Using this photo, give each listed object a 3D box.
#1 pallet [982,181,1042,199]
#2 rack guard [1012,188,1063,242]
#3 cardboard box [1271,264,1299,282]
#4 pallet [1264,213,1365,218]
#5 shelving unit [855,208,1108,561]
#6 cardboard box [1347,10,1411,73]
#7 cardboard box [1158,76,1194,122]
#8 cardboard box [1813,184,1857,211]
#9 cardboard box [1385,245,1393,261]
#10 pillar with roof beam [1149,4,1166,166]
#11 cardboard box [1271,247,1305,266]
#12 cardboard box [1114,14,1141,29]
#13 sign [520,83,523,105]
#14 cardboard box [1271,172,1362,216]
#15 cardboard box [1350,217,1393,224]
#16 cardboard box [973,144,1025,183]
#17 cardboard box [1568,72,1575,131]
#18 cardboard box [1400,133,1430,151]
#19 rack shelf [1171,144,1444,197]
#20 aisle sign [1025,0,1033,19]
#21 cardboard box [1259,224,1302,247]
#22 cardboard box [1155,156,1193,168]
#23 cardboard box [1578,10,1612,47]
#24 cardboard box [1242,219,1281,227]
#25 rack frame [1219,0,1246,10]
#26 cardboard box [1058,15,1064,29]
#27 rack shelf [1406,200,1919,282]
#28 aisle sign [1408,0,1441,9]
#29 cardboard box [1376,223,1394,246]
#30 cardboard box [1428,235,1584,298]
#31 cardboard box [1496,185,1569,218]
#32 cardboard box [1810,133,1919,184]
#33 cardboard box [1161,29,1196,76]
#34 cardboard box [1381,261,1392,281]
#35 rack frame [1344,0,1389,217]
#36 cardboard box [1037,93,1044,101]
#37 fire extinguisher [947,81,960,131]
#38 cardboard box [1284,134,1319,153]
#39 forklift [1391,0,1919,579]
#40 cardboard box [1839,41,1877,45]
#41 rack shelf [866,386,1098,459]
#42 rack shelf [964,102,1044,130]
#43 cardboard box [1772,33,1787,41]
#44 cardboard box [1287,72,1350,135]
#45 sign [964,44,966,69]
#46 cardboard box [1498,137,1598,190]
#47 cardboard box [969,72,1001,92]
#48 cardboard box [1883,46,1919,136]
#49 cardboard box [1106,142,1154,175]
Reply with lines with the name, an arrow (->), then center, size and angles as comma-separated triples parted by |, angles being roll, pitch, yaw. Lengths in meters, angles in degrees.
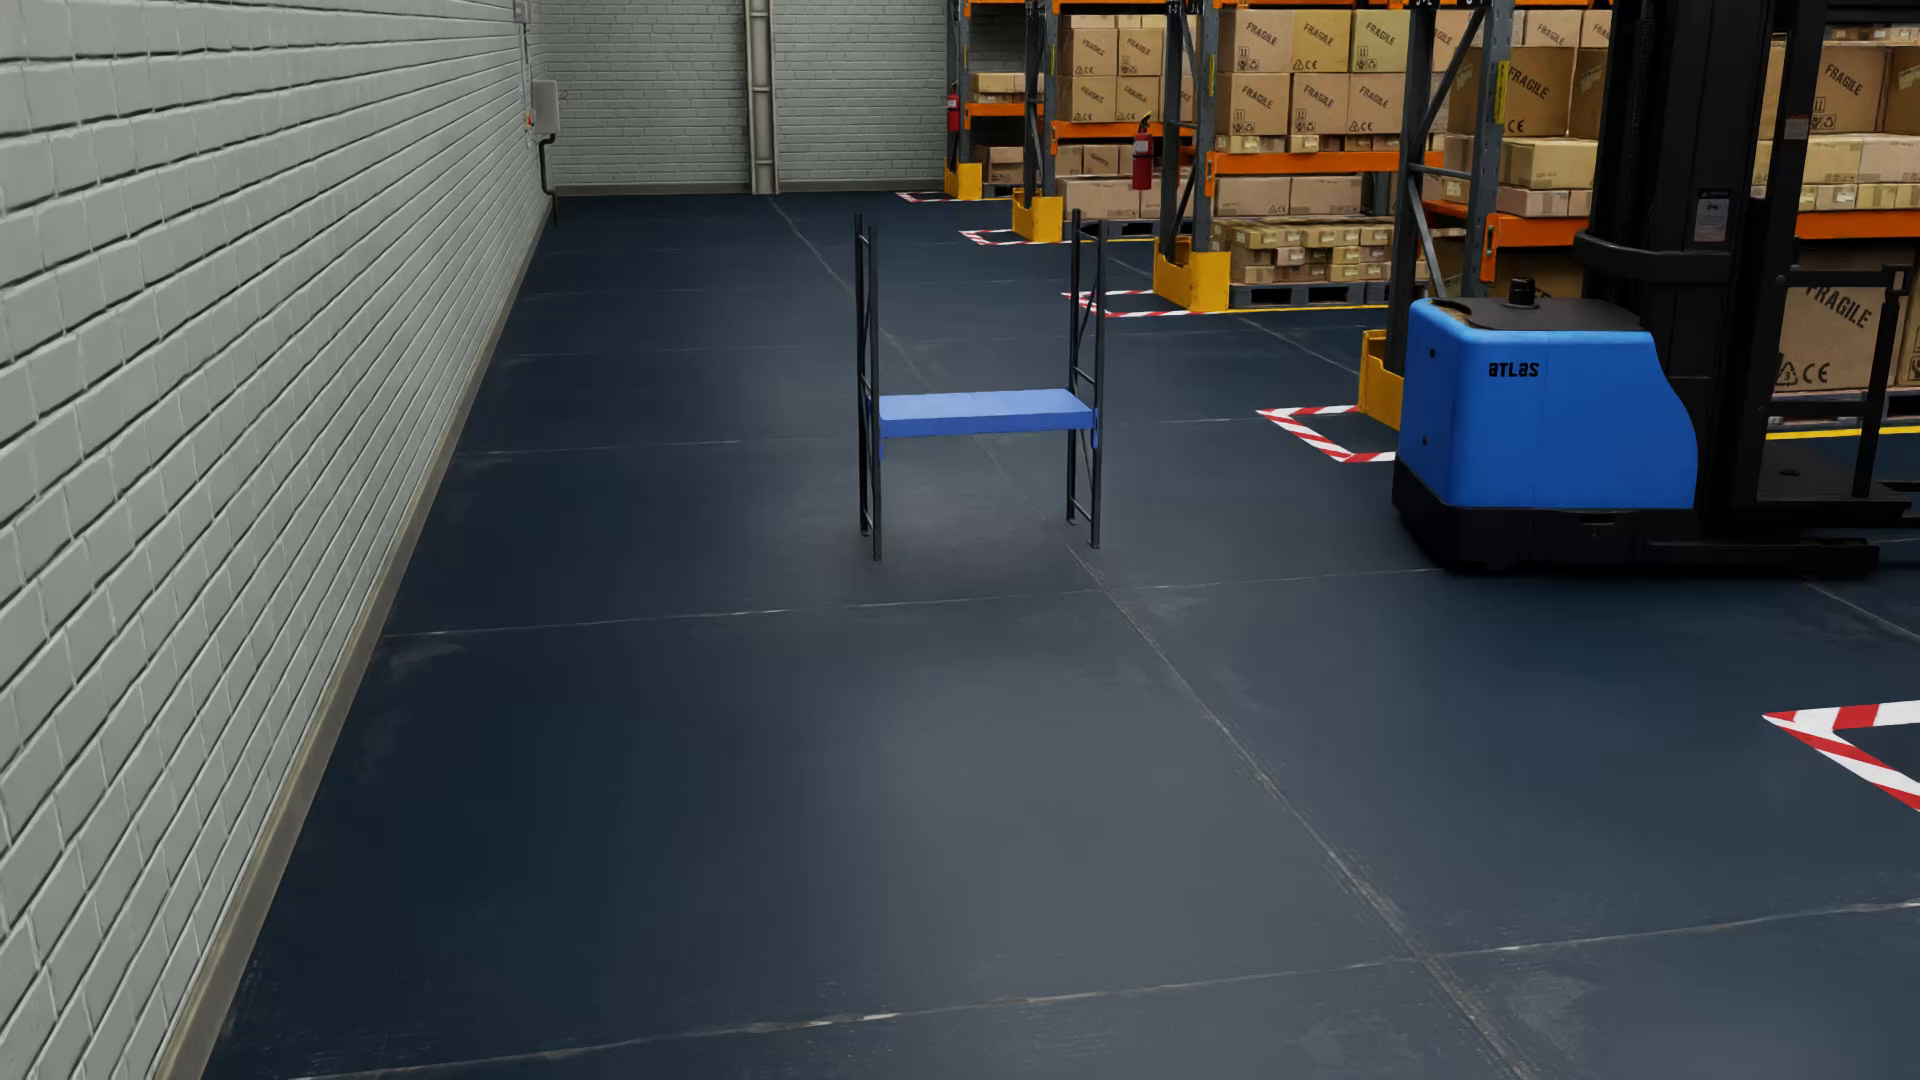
pallet -> 0.822, -5.105, 24.072 | 1.213, 0.211, 1.003 | -3, 17, -10
rack guard -> 0.887, -3.762, 19.208 | 0.348, 0.500, 1.175 | -3, 17, -10
cardboard box -> 2.765, -2.350, 14.494 | 0.250, 0.149, 0.380 | -3, 17, -11
pallet -> 4.076, -3.828, 19.916 | 1.213, 0.211, 1.003 | -3, 17, -10
shelving unit -> 0.084, -0.722, 7.607 | 1.048, 1.500, 0.538 | -3, 17, -10
cardboard box -> 3.449, -4.206, 14.016 | 0.500, 0.500, 0.500 | -4, 17, -12
cardboard box -> 2.431, -5.009, 18.842 | 0.500, 0.500, 0.500 | -3, 17, -11
cardboard box -> 4.969, -2.007, 9.665 | 0.250, 0.149, 0.380 | -3, 17, -10
cardboard box -> 3.788, -2.562, 14.679 | 0.250, 0.149, 0.380 | -2, 17, -8
pillar with roof beam -> 3.855, -8.459, 20.027 | 0.400, 9.000, 9.100 | -3, 17, -10
cardboard box -> 2.792, -2.471, 14.382 | 0.250, 0.149, 0.380 | -3, 17, -11
cardboard box -> 1.832, -5.750, 18.447 | 0.250, 0.149, 0.380 | -3, 17, -9
sign -> -4.672, -4.749, 17.705 | 0.001, 0.218, 0.327 | -3, 17, -10
cardboard box -> 4.201, -4.153, 19.872 | 0.875, 0.438, 0.875 | -3, 17, -11
cardboard box -> 3.708, -2.820, 15.011 | 0.250, 0.149, 0.380 | -4, 17, -12
cardboard box -> 0.584, -5.403, 23.831 | 0.637, 0.503, 0.797 | -4, 18, -13
cardboard box -> 5.455, -3.841, 14.532 | 0.500, 0.500, 0.500 | -3, 17, -10
cardboard box -> 3.851, -3.442, 14.337 | 0.250, 0.149, 0.380 | -3, 17, -8
rack shelf -> 3.913, -3.304, 14.686 | 4.000, 0.370, 1.077 | -3, 17, -10
aisle sign -> 0.781, -6.286, 18.742 | 0.004, 0.787, 0.394 | -3, 17, -10
cardboard box -> 2.776, -2.640, 14.427 | 0.250, 0.149, 0.380 | -3, 17, -9
cardboard box -> 3.199, -5.558, 24.664 | 0.500, 0.311, 0.500 | -3, 17, -8
cardboard box -> 5.466, -4.323, 14.399 | 0.500, 0.500, 0.500 | -4, 17, -12
cardboard box -> 2.678, -2.759, 14.813 | 0.250, 0.149, 0.380 | -3, 17, -9
rack frame -> 3.893, -6.612, 24.229 | 0.127, 3.000, 1.000 | -3, 17, -10
cardboard box -> 1.225, -5.872, 18.842 | 0.250, 0.149, 0.380 | -3, 17, -10
rack shelf -> 4.754, -1.869, 10.013 | 4.000, 0.370, 1.077 | -3, 17, -10
aisle sign -> 2.663, -3.427, 9.431 | 0.004, 0.787, 0.394 | -3, 17, -10
cardboard box -> 3.816, -2.669, 14.521 | 0.250, 0.149, 0.380 | -3, 17, -10
cardboard box -> 3.404, -1.345, 9.986 | 0.875, 0.875, 0.875 | -3, 17, -10
cardboard box -> 3.202, -1.906, 9.336 | 0.250, 0.149, 0.380 | -3, 17, -10
cardboard box -> 5.325, -2.236, 9.733 | 0.500, 0.250, 0.500 | -3, 17, -9
cardboard box -> 2.446, -5.490, 18.705 | 0.500, 0.500, 0.500 | -3, 17, -11
cardboard box -> 3.773, -2.379, 14.588 | 0.250, 0.149, 0.380 | -4, 18, -13
rack frame -> 4.838, -5.181, 19.571 | 0.127, 3.000, 1.000 | -3, 17, -10
cardboard box -> 1.092, -6.257, 23.501 | 0.250, 0.149, 0.380 | -3, 17, -9
fire extinguisher -> -0.091, -6.032, 23.109 | 0.183, 0.674, 0.296 | -3, 17, -10
cardboard box -> 2.845, -3.366, 14.090 | 0.250, 0.149, 0.380 | -4, 17, -12
forklift -> 3.630, -1.388, 7.338 | 3.031, 2.935, 1.130 | 0, 17, 1
cardboard box -> 10.774, -5.841, 20.328 | 0.500, 0.500, 0.500 | -4, 18, -13
rack shelf -> 0.084, -0.550, 7.660 | 1.000, 0.185, 0.538 | -3, 17, -10
rack shelf -> 1.929, -6.156, 23.972 | 4.000, 0.370, 1.077 | -3, 17, -10
cardboard box -> 10.318, -6.277, 20.643 | 0.250, 0.149, 0.380 | -4, 18, -13
cardboard box -> 2.963, -3.709, 14.103 | 0.500, 0.500, 0.500 | -3, 17, -10
sign -> 0.068, -6.646, 22.867 | 0.005, 0.325, 0.100 | -3, 17, -10
cardboard box -> 3.313, -2.121, 9.356 | 0.500, 0.250, 0.500 | -4, 17, -12
cardboard box -> 0.367, -6.561, 23.815 | 0.500, 0.250, 0.500 | -3, 17, -9
cardboard box -> 5.825, -2.624, 9.717 | 0.500, 0.500, 0.500 | -3, 17, -10
cardboard box -> 2.450, -5.496, 24.138 | 0.500, 0.500, 0.700 | -4, 18, -13
